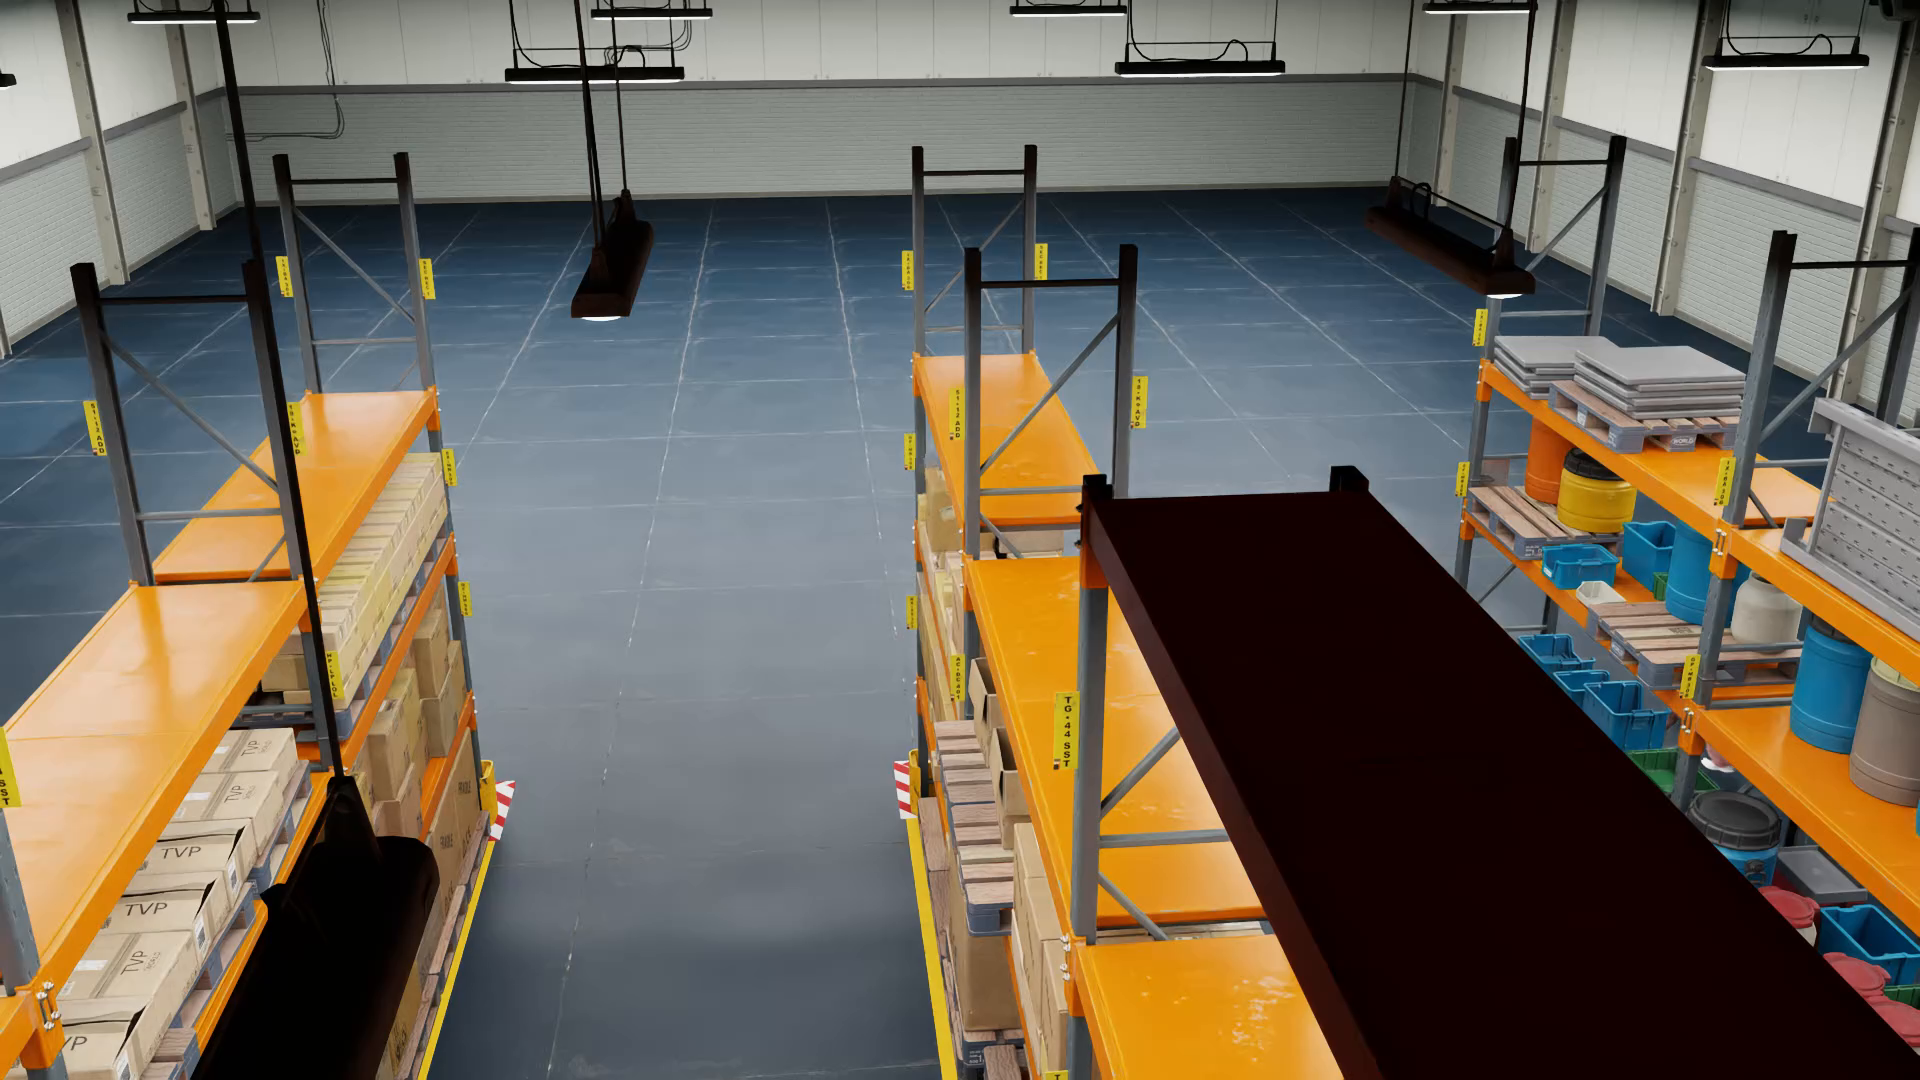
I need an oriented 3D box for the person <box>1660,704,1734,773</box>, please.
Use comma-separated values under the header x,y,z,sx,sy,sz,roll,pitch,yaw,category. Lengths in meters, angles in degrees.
x,y,z,sx,sy,sz,roll,pitch,yaw,category
6.990,1.381,15.920,1.074,1.601,0.491,18,28,38,person
